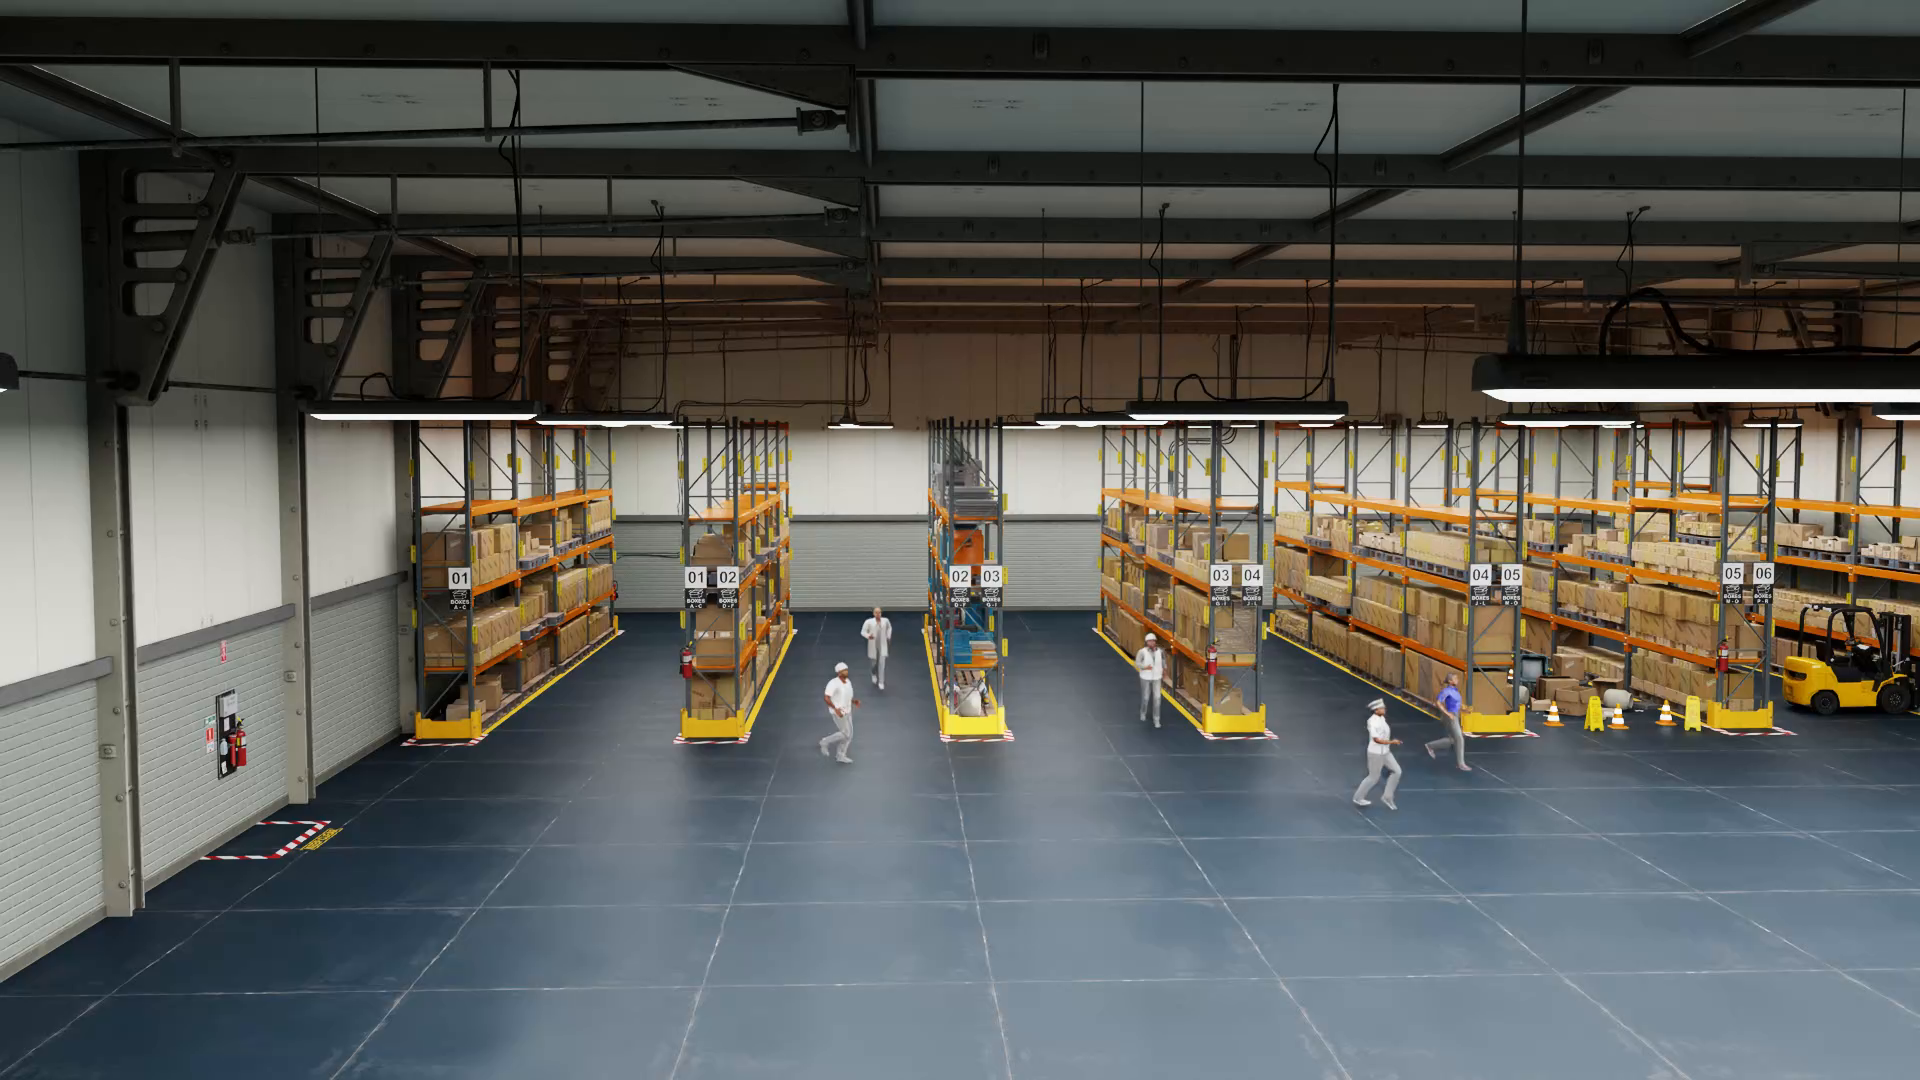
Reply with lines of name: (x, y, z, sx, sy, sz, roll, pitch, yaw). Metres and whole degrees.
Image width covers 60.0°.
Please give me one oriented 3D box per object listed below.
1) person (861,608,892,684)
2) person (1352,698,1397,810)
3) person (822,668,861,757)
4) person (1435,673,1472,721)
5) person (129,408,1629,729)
person: (-1.858, 2.349, 37.186, 0.704, 1.692, 0.875, -1, 4, -8)
person: (6.313, 3.252, 25.259, 0.653, 1.728, 0.535, 2, 4, 28)
person: (-2.055, 2.968, 28.840, 0.581, 1.632, 0.691, 2, 4, 25)
person: (8.385, 2.696, 28.193, 0.511, 0.692, 0.579, 2, 4, 31)
person: (1.309, 1.003, 26.681, 24.301, 6.037, 11.417, 0, 4, -7)
